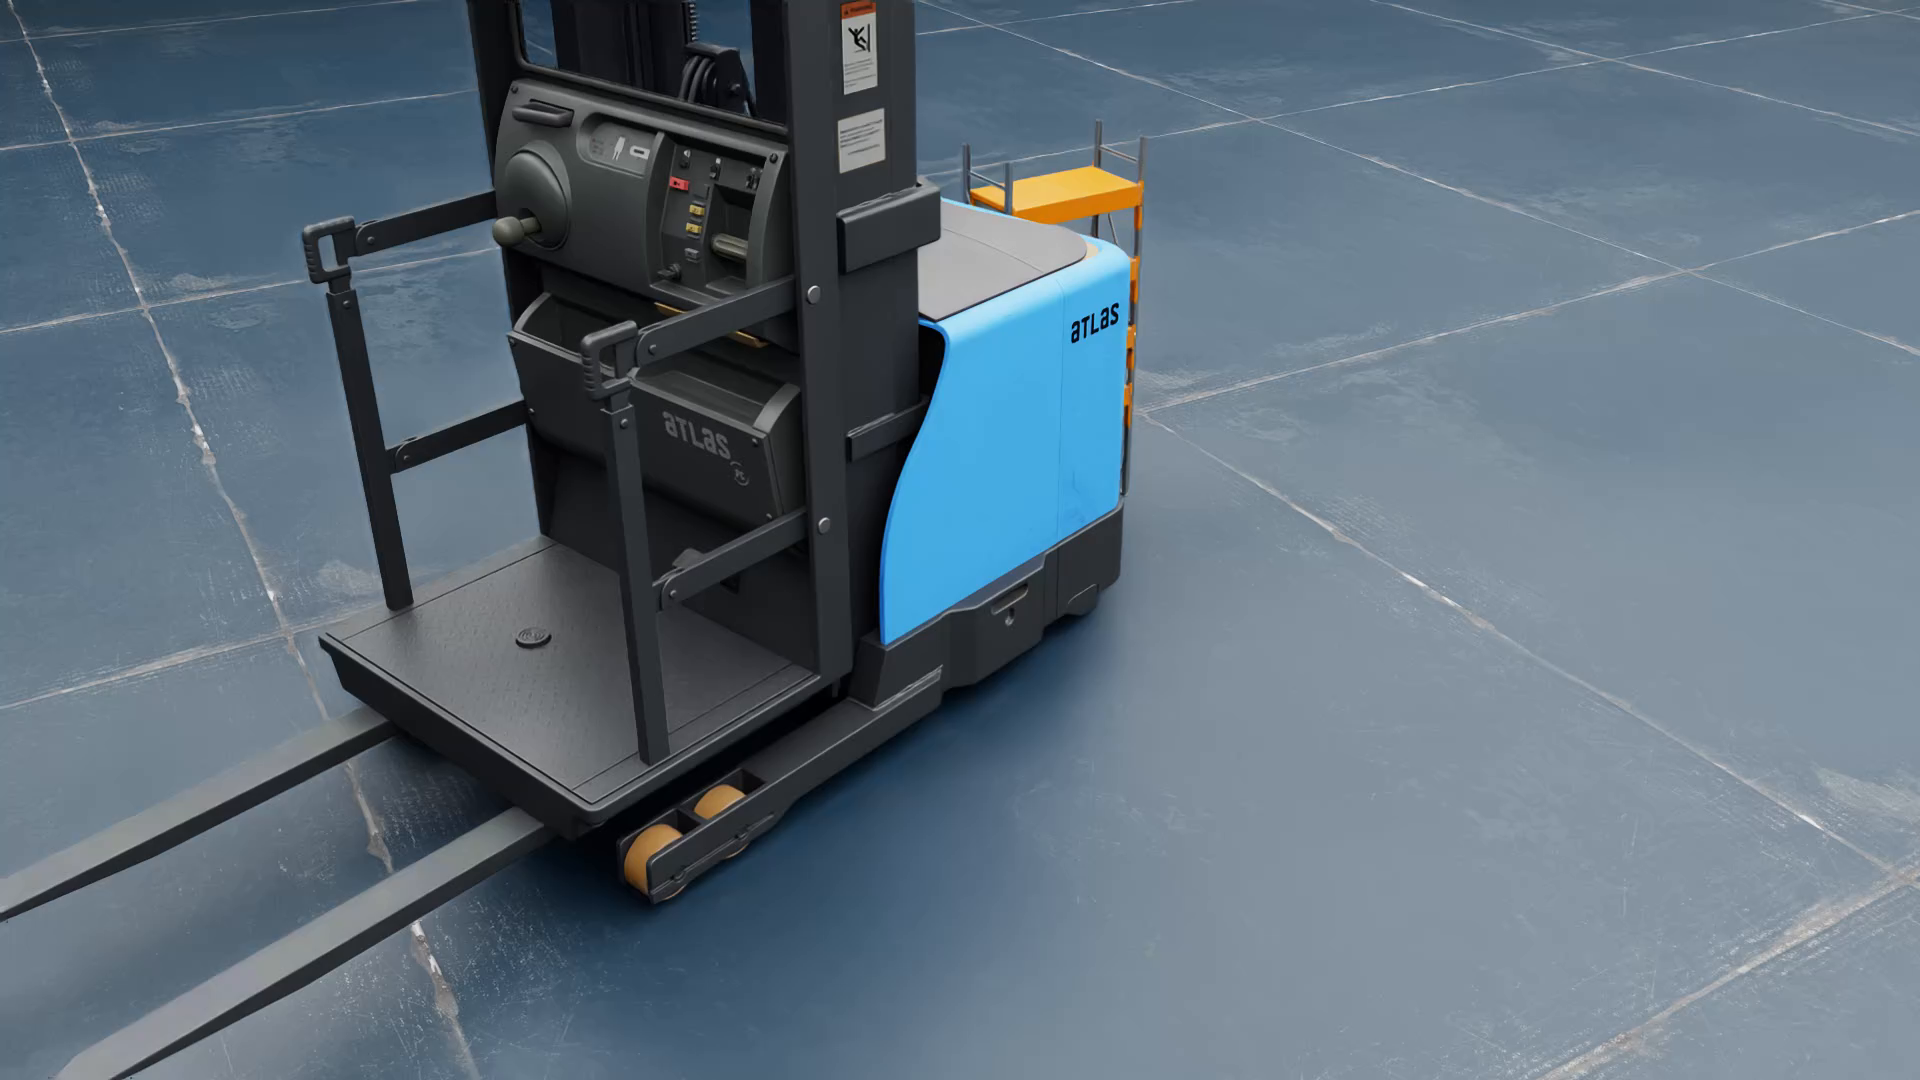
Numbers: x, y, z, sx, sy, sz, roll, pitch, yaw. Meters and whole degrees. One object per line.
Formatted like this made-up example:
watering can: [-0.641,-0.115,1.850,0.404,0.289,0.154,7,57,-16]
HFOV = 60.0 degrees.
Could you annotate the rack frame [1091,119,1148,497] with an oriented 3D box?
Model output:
rack frame: [0.487,-0.719,5.311,0.015,1.200,0.240,-18,33,-29]

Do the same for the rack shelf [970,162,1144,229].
rack shelf: [0.283,-0.998,5.003,0.480,0.148,0.258,-18,33,-29]

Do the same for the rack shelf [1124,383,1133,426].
rack shelf: [0.283,-0.421,5.322,0.480,0.148,0.258,-18,33,-29]

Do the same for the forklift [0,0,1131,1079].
forklift: [-0.869,-0.744,3.564,1.130,2.935,3.031,23,36,35]

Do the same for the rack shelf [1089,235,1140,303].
rack shelf: [0.283,-0.791,5.118,0.480,0.148,0.258,-18,33,-29]

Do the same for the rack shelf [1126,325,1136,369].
rack shelf: [0.283,-0.595,5.226,0.480,0.148,0.258,-18,33,-29]

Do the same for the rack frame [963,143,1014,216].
rack frame: [0.080,-0.589,5.076,0.015,1.200,0.240,-18,33,-29]

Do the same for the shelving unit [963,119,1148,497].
shelving unit: [0.283,-0.654,5.193,0.503,1.200,0.258,-18,33,-29]
